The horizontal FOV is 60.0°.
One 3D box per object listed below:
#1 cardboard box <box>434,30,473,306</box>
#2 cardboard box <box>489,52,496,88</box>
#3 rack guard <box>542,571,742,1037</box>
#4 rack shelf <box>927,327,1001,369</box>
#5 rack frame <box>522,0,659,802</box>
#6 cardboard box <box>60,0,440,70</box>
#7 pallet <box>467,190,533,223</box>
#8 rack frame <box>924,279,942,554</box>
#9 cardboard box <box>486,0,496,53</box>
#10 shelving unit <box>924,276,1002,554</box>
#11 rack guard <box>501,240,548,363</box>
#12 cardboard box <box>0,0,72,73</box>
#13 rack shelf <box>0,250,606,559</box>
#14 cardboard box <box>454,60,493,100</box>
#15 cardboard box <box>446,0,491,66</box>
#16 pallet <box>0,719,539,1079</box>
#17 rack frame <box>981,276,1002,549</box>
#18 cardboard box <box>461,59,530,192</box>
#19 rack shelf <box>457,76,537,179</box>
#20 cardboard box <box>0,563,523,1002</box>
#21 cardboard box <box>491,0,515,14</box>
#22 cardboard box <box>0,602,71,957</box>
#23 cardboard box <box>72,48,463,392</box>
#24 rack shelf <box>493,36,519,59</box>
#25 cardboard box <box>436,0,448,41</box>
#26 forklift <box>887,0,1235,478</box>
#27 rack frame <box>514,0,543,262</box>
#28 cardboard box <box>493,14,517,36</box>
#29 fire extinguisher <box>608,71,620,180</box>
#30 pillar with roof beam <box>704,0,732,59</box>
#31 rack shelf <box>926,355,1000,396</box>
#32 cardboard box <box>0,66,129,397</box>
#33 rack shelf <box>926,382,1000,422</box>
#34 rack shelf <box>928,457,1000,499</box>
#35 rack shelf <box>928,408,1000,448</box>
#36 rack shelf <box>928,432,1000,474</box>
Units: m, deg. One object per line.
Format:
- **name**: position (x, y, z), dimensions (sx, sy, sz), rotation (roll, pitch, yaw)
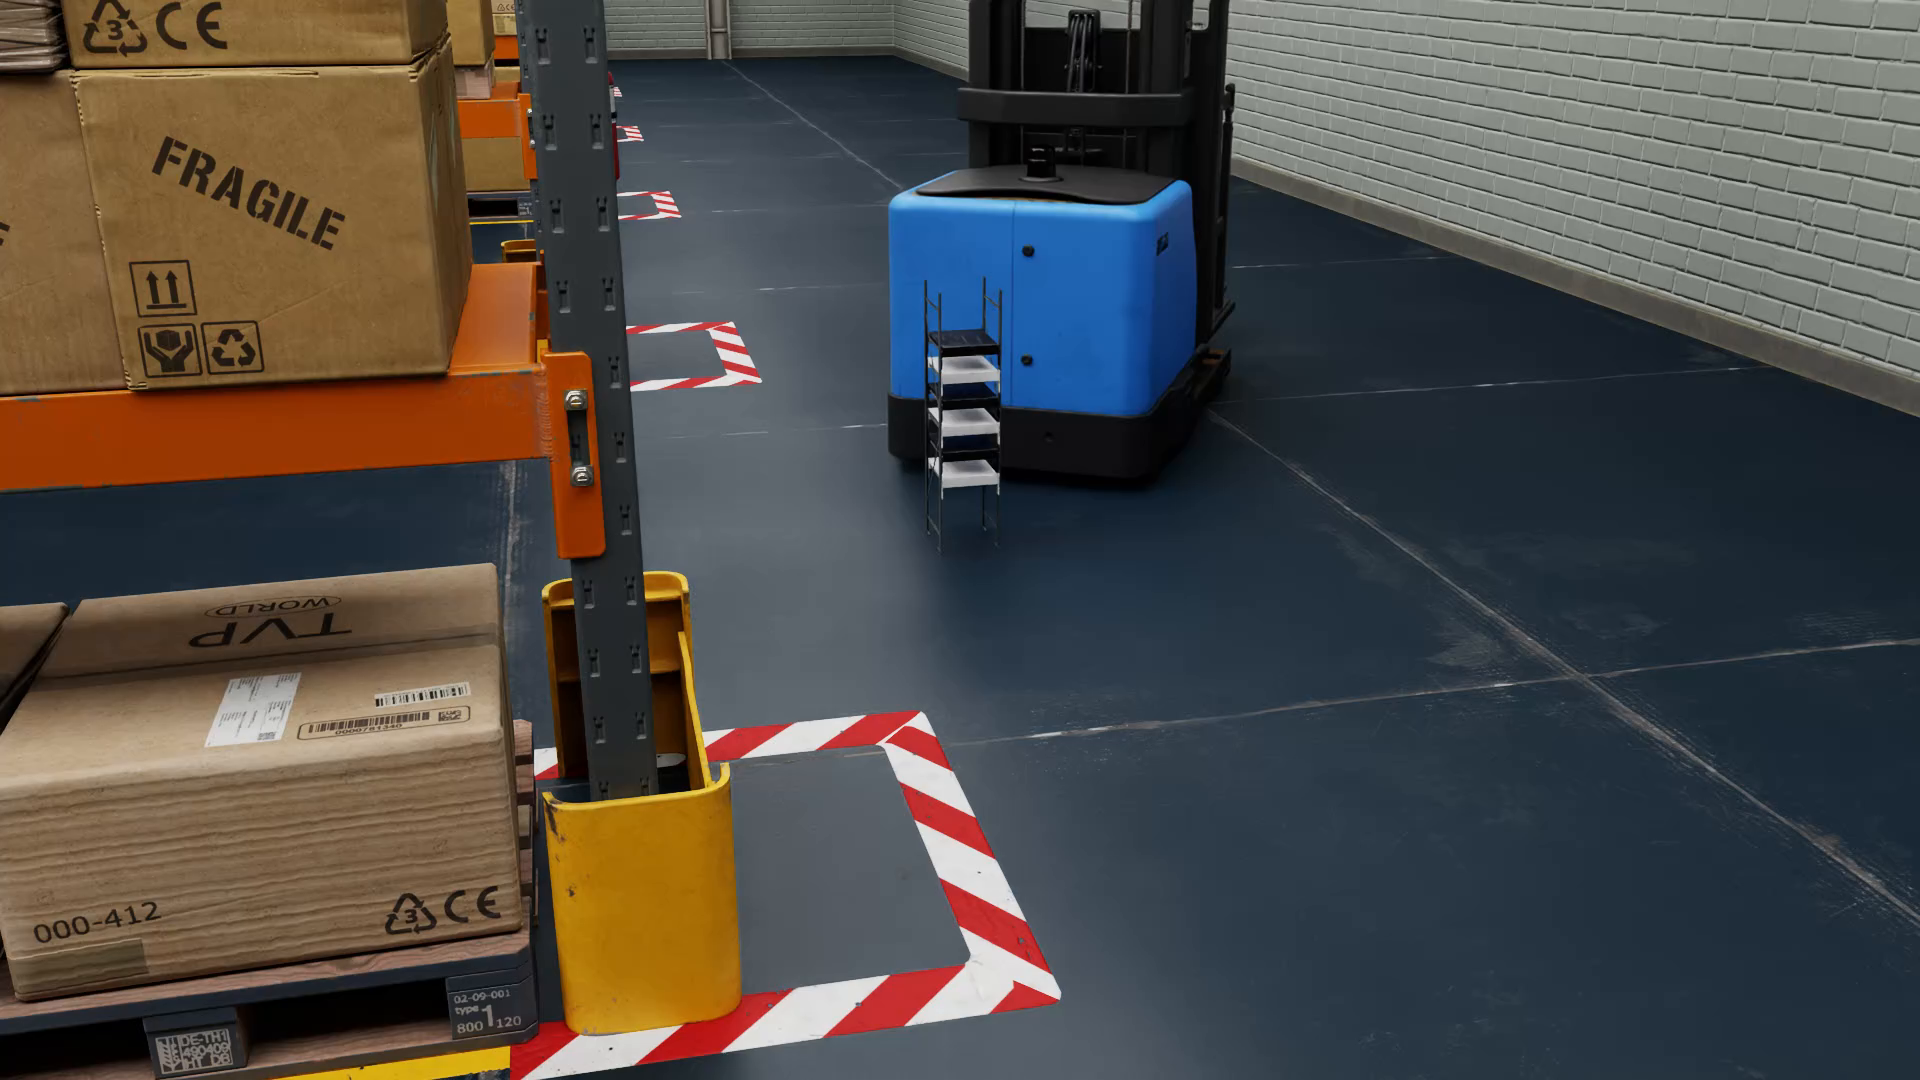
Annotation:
- **cardboard box**: position (-1.280, -0.760, 3.382), dimensions (0.500, 0.500, 0.500), rotation (-5, 21, -13)
- **cardboard box**: position (-2.375, -2.270, 8.015), dimensions (0.250, 0.149, 0.380), rotation (-5, 21, -13)
- **rack guard**: position (-0.724, 0.517, 3.676), dimensions (0.348, 0.500, 1.175), rotation (-5, 21, -12)
- **rack shelf**: position (0.008, -0.645, 5.580), dimensions (0.200, 0.077, 0.258), rotation (-5, 21, -12)
- **rack frame**: position (-0.747, -0.655, 3.241), dimensions (0.127, 3.000, 1.000), rotation (-5, 21, -12)
- **cardboard box**: position (-1.162, -1.053, 2.730), dimensions (0.500, 0.500, 0.500), rotation (-4, 20, -11)
- **pallet**: position (-3.788, -2.573, 12.532), dimensions (1.213, 0.211, 1.003), rotation (-5, 21, -12)
- **rack frame**: position (-0.091, -0.415, 5.640), dimensions (0.006, 0.900, 0.240), rotation (-5, 21, -12)
- **cardboard box**: position (-2.485, -2.547, 7.829), dimensions (0.500, 0.500, 0.500), rotation (-4, 20, -10)
- **shelving unit**: position (0.008, -0.423, 5.662), dimensions (0.210, 0.900, 0.258), rotation (-5, 21, -12)
- **rack guard**: position (-2.059, -1.124, 8.156), dimensions (0.348, 0.500, 1.175), rotation (-5, 21, -12)
- **cardboard box**: position (-1.664, -1.002, 2.590), dimensions (0.500, 0.500, 0.500), rotation (-5, 21, -12)
- **rack shelf**: position (-2.694, -0.159, 2.932), dimensions (4.000, 0.370, 1.077), rotation (-5, 21, -12)
- **cardboard box**: position (-2.237, -2.065, 7.457), dimensions (0.250, 0.149, 0.380), rotation (-5, 21, -12)
- **cardboard box**: position (-2.363, -2.369, 7.342), dimensions (0.500, 0.500, 0.500), rotation (-4, 21, -11)
- **pallet**: position (-1.507, 0.744, 3.476), dimensions (1.213, 0.211, 1.003), rotation (-5, 21, -12)
- **rack frame**: position (0.107, -0.431, 5.684), dimensions (0.006, 0.900, 0.240), rotation (-5, 21, -12)
- **cardboard box**: position (-3.632, -3.094, 12.378), dimensions (0.875, 0.875, 0.875), rotation (-5, 21, -12)
- **rack shelf**: position (-3.931, -1.808, 7.434), dimensions (4.000, 0.370, 1.077), rotation (-5, 21, -12)
- **cardboard box**: position (-1.367, 0.437, 3.375), dimensions (0.875, 0.438, 0.875), rotation (-5, 21, -14)
- **cardboard box**: position (-3.438, -3.914, 11.924), dimensions (0.500, 0.250, 0.500), rotation (-5, 21, -13)
- **cardboard box**: position (-2.255, 0.512, 3.170), dimensions (0.875, 0.438, 0.875), rotation (-4, 21, -11)
- **cardboard box**: position (-1.156, -0.575, 2.878), dimensions (0.500, 0.500, 0.500), rotation (-5, 21, -12)
- **rack shelf**: position (-4.974, -3.476, 11.988), dimensions (4.000, 0.370, 1.077), rotation (-5, 21, -12)
- **cardboard box**: position (-1.280, -1.228, 3.208), dimensions (0.500, 0.500, 0.500), rotation (-5, 21, -14)
- **forklift**: position (0.647, -2.080, 7.233), dimensions (1.130, 2.935, 3.031), rotation (6, 21, 16)
- **rack frame**: position (-1.985, -2.304, 7.742), dimensions (0.127, 3.000, 1.000), rotation (-5, 21, -12)
- **cardboard box**: position (-3.298, -3.716, 11.962), dimensions (0.250, 0.149, 0.380), rotation (-4, 21, -11)
- **fire extinguisher**: position (-1.633, -1.958, 7.452), dimensions (0.183, 0.674, 0.296), rotation (-5, 21, -12)
- **pillar with roof beam**: position (-3.028, -10.825, 22.283), dimensions (0.400, 9.000, 9.100), rotation (-5, 21, -12)
- **rack shelf**: position (0.008, -0.561, 5.611), dimensions (0.200, 0.077, 0.258), rotation (-5, 21, -12)
- **cardboard box**: position (-1.648, -0.540, 2.783), dimensions (0.500, 0.500, 0.500), rotation (-5, 21, -14)
- **rack shelf**: position (0.008, -0.476, 5.642), dimensions (0.200, 0.077, 0.258), rotation (-5, 21, -12)
- **rack shelf**: position (0.008, -0.223, 5.735), dimensions (0.200, 0.077, 0.258), rotation (-5, 21, -12)
- **rack shelf**: position (0.008, -0.392, 5.673), dimensions (0.200, 0.077, 0.258), rotation (-5, 21, -12)
- **rack shelf**: position (0.008, -0.307, 5.704), dimensions (0.200, 0.077, 0.258), rotation (-5, 21, -12)
